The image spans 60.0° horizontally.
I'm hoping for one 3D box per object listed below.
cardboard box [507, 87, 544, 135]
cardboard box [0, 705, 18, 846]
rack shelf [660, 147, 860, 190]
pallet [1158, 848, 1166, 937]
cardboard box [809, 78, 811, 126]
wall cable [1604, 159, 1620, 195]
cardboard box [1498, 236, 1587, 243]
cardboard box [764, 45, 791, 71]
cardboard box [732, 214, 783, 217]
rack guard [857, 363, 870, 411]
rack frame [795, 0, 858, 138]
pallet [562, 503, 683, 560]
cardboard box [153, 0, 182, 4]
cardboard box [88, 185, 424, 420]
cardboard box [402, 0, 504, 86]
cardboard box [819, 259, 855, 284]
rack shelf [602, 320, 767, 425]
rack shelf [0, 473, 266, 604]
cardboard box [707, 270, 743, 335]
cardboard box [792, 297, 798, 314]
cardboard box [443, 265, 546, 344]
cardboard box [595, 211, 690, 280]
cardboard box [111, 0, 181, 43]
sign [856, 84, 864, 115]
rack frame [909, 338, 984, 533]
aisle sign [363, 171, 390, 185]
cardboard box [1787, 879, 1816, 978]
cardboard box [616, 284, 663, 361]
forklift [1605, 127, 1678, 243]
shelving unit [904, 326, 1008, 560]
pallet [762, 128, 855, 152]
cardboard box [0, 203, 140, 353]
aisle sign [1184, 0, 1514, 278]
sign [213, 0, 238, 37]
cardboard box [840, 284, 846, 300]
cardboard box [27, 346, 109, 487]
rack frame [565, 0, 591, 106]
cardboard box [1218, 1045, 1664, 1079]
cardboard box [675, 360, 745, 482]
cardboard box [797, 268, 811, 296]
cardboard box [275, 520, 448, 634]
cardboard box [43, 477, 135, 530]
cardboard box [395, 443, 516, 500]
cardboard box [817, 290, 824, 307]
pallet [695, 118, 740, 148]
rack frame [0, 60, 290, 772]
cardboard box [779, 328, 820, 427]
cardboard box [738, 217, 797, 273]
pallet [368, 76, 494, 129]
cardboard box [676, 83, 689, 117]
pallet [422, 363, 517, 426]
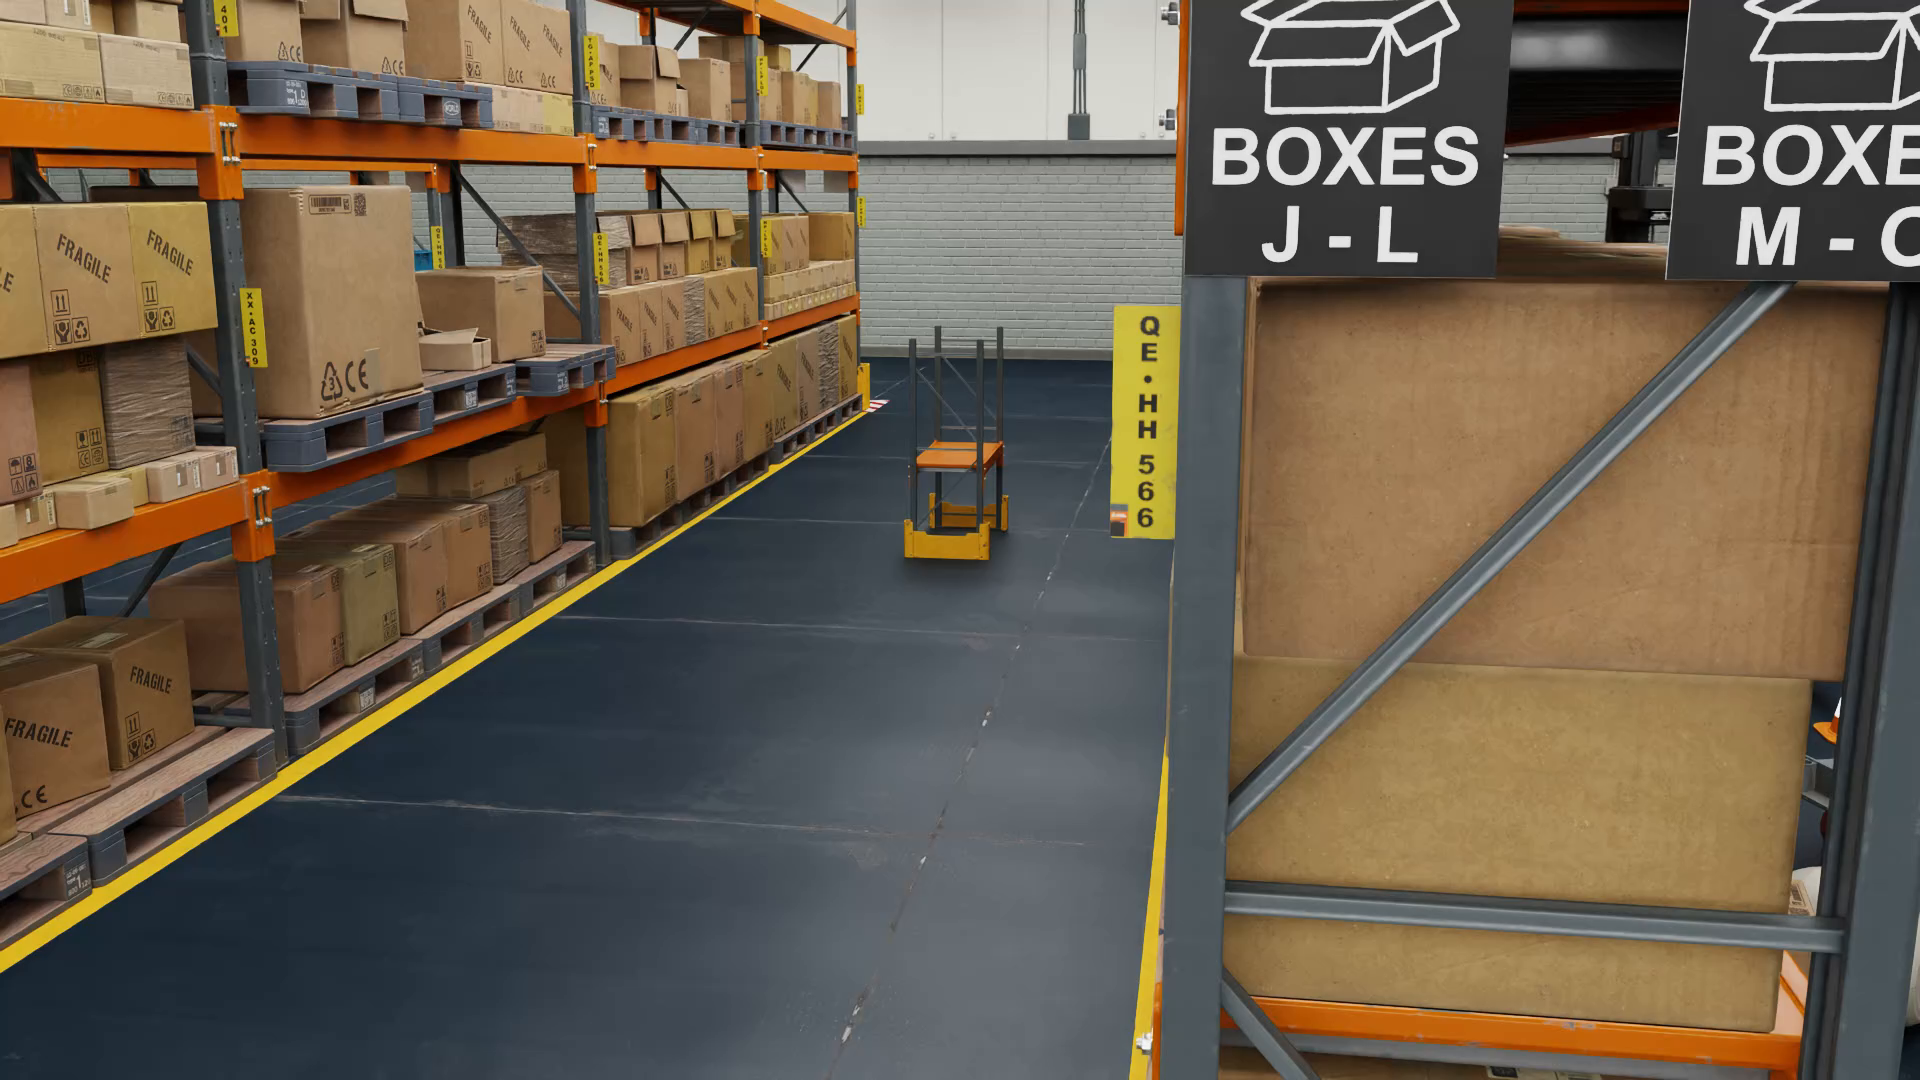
[{"bbox_3d":[-2.753,-2.489,9.658,0.500,0.250,0.500,2,12,8],"label":"cardboard box"},{"bbox_3d":[-3.674,0.876,5.745,0.500,0.500,0.500,1,12,4],"label":"cardboard box"},{"bbox_3d":[-1.937,-3.670,16.491,1.077,0.370,4.000,2,12,9],"label":"rack shelf"},{"bbox_3d":[1.216,1.227,5.799,1.003,0.211,1.213,2,12,9],"label":"pallet"},{"bbox_3d":[-1.893,-4.409,16.739,0.700,0.500,0.500,1,12,5],"label":"cardboard box"},{"bbox_3d":[9.007,-4.337,22.513,0.585,1.953,0.123,2,12,9],"label":"wall cable"},{"bbox_3d":[1.058,-0.481,4.185,0.875,0.550,0.500,2,12,9],"label":"cardboard box"},{"bbox_3d":[-1.950,-4.688,16.253,0.500,0.250,0.500,1,12,7],"label":"cardboard box"},{"bbox_3d":[-2.120,-3.107,17.161,0.500,0.500,0.500,2,12,7],"label":"cardboard box"},{"bbox_3d":[-1.625,-1.755,18.949,1.175,0.500,0.348,2,12,9],"label":"rack guard"},{"bbox_3d":[-1.629,-5.904,18.031,1.000,3.000,0.127,2,12,9],"label":"rack frame"},{"bbox_3d":[-2.664,-0.105,11.979,1.003,0.211,1.213,2,12,9],"label":"pallet"},{"bbox_3d":[-3.292,-2.277,6.188,0.500,0.500,0.500,2,12,7],"label":"cardboard box"},{"bbox_3d":[-3.214,-1.133,7.711,1.000,1.000,1.000,2,12,9],"label":"cardboard box"},{"bbox_3d":[-2.845,-2.749,9.085,0.500,0.500,0.500,2,12,10],"label":"cardboard box"},{"bbox_3d":[-1.441,-2.934,18.139,0.500,0.250,0.500,2,12,8],"label":"cardboard box"},{"bbox_3d":[-2.552,-1.371,12.943,1.077,0.370,4.000,2,12,9],"label":"rack shelf"},{"bbox_3d":[-3.782,0.294,5.216,1.077,0.370,4.000,2,12,9],"label":"rack shelf"},{"bbox_3d":[-2.129,-1.979,13.819,0.500,0.500,0.500,2,12,10],"label":"cardboard box"},{"bbox_3d":[-1.751,-2.231,15.824,0.380,0.149,0.250,2,12,7],"label":"cardboard box"},{"bbox_3d":[-2.903,-1.447,10.353,0.500,0.500,0.500,0,12,2],"label":"cardboard box"},{"bbox_3d":[-2.531,-2.273,12.801,0.797,0.503,0.637,2,12,10],"label":"cardboard box"},{"bbox_3d":[-3.239,-1.985,6.372,0.380,0.149,0.250,2,12,10],"label":"cardboard box"},{"bbox_3d":[-1.095,-4.812,18.167,0.100,0.325,0.005,2,12,9],"label":"sign"},{"bbox_3d":[-0.091,-0.610,11.262,0.500,1.500,0.032,2,12,9],"label":"rack frame"},{"bbox_3d":[-6.806,-4.428,19.248,0.394,0.787,0.004,2,12,9],"label":"aisle sign"},{"bbox_3d":[2.186,1.285,4.838,0.500,0.500,0.500,4,13,18],"label":"cardboard box"},{"bbox_3d":[-2.439,-1.555,11.852,0.500,0.500,0.500,2,12,7],"label":"cardboard box"},{"bbox_3d":[4.213,-0.939,9.392,1.130,2.935,3.031,2,12,10],"label":"forklift"},{"bbox_3d":[-0.012,-0.717,11.762,0.587,1.500,1.083,2,12,9],"label":"shelving unit"},{"bbox_3d":[-1.733,-4.240,17.638,1.003,0.211,1.213,2,12,9],"label":"pallet"},{"bbox_3d":[-3.348,-0.950,5.965,0.500,0.500,0.500,2,12,9],"label":"cardboard box"},{"bbox_3d":[0.488,-0.725,2.067,0.394,0.787,0.004,2,12,9],"label":"aisle sign"},{"bbox_3d":[-2.937,-2.177,6.627,0.100,0.325,0.005,2,12,9],"label":"sign"},{"bbox_3d":[-1.437,-2.658,17.801,0.380,0.149,0.250,2,12,9],"label":"cardboard box"},{"bbox_3d":[-3.717,-0.473,6.127,0.875,0.500,0.500,2,12,9],"label":"cardboard box"},{"bbox_3d":[-2.860,-4.239,10.303,1.000,3.000,0.127,2,12,9],"label":"rack frame"},{"bbox_3d":[0.835,1.231,3.209,0.875,0.875,0.875,2,12,9],"label":"cardboard box"},{"bbox_3d":[-2.460,-0.986,13.494,1.225,0.875,0.875,1,12,7],"label":"cardboard box"},{"bbox_3d":[-1.758,-2.512,16.179,0.500,0.250,0.500,2,12,10],"label":"cardboard box"},{"bbox_3d":[-3.181,0.191,8.877,0.700,0.500,0.500,1,12,4],"label":"cardboard box"},{"bbox_3d":[-3.291,-0.139,6.116,0.380,0.149,0.250,2,12,9],"label":"cardboard box"},{"bbox_3d":[-3.004,-0.415,9.908,0.500,0.250,0.500,3,13,15],"label":"cardboard box"},{"bbox_3d":[-1.594,-2.446,16.819,0.380,0.149,0.250,2,12,10],"label":"cardboard box"},{"bbox_3d":[-2.337,-3.319,13.610,0.805,0.209,1.217,1,12,6],"label":"pallet"},{"bbox_3d":[-3.475,-0.474,7.072,1.000,3.000,0.127,2,12,9],"label":"rack frame"},{"bbox_3d":[-1.925,-1.628,16.474,0.875,0.875,0.875,2,12,9],"label":"cardboard box"},{"bbox_3d":[-1.835,-2.771,15.603,0.500,0.500,0.500,2,12,9],"label":"cardboard box"},{"bbox_3d":[-3.118,-2.189,8.358,1.213,0.211,1.003,2,12,9],"label":"pallet"},{"bbox_3d":[-2.502,-3.542,13.402,0.500,0.311,0.500,1,12,7],"label":"cardboard box"},{"bbox_3d":[-3.123,-0.799,9.037,1.003,0.211,1.213,2,12,9],"label":"pallet"}]
